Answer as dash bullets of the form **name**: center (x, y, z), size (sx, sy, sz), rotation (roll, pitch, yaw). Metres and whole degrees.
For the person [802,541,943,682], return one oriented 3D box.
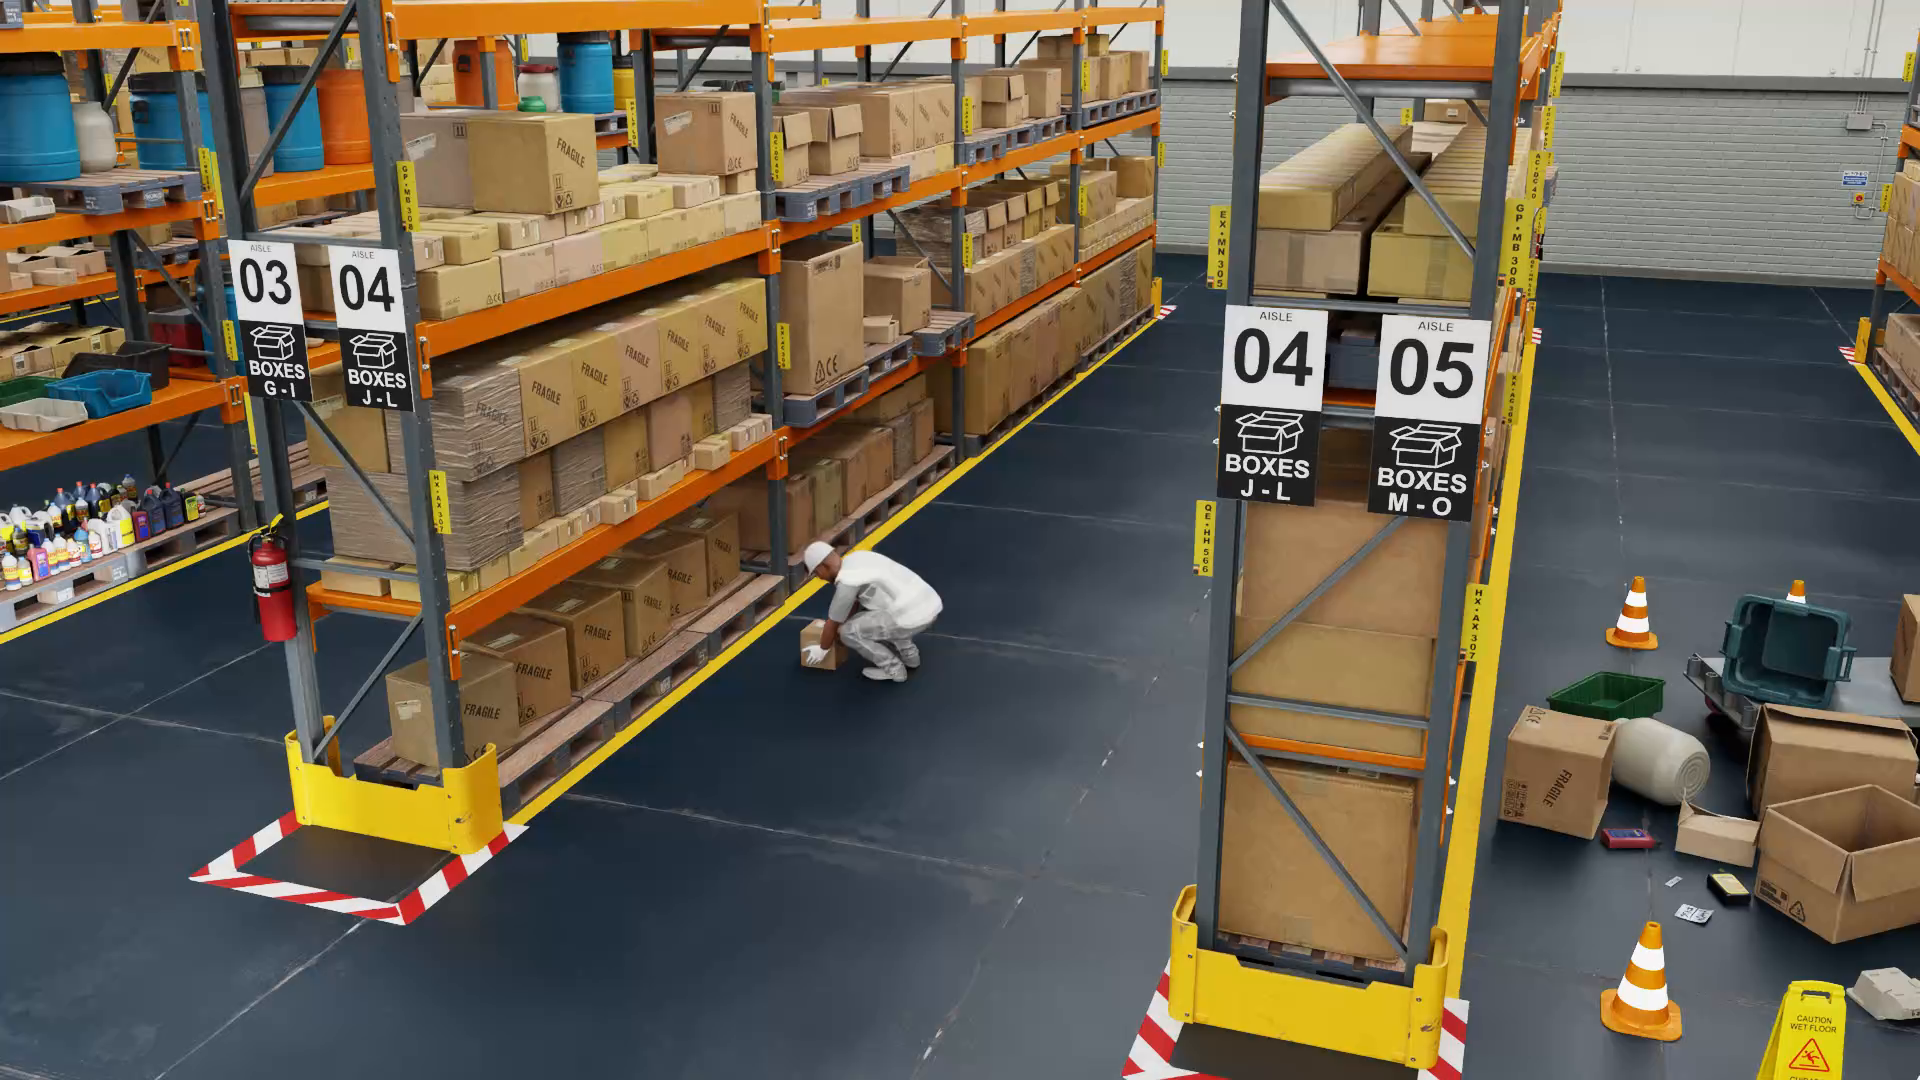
- **person**: center (-0.591, 0.458, 11.085), size (0.910, 0.885, 0.578), rotation (6, 19, 18)
